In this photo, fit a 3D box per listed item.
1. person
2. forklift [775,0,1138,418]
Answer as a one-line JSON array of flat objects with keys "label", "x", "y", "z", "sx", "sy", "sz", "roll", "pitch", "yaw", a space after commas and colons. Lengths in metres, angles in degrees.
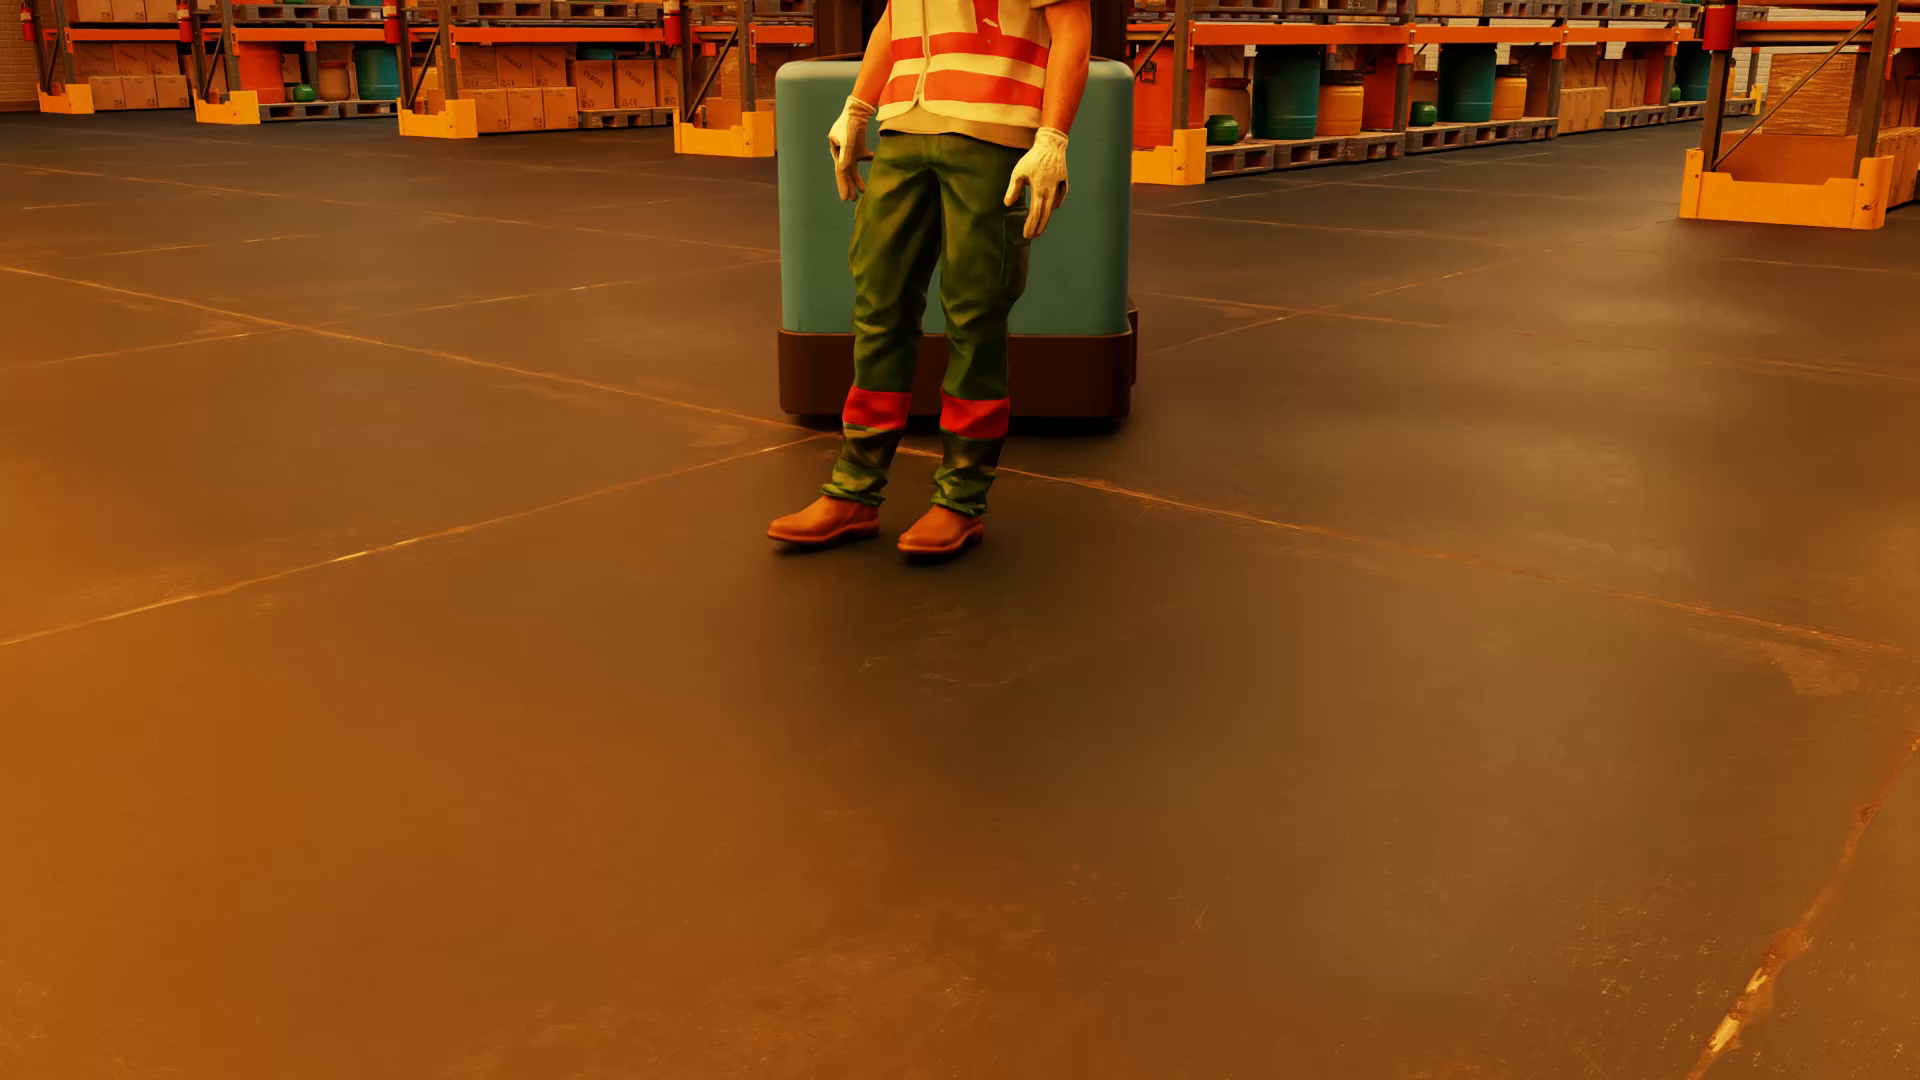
[{"label": "person", "x": -0.061, "y": -0.848, "z": 3.628, "sx": 0.638, "sy": 1.788, "sz": 0.563, "roll": 13, "pitch": 21, "yaw": 37}, {"label": "forklift", "x": 0.046, "y": -2.138, "z": 5.938, "sx": 1.130, "sy": 2.935, "sz": 3.031, "roll": 1, "pitch": 17, "yaw": 2}]
